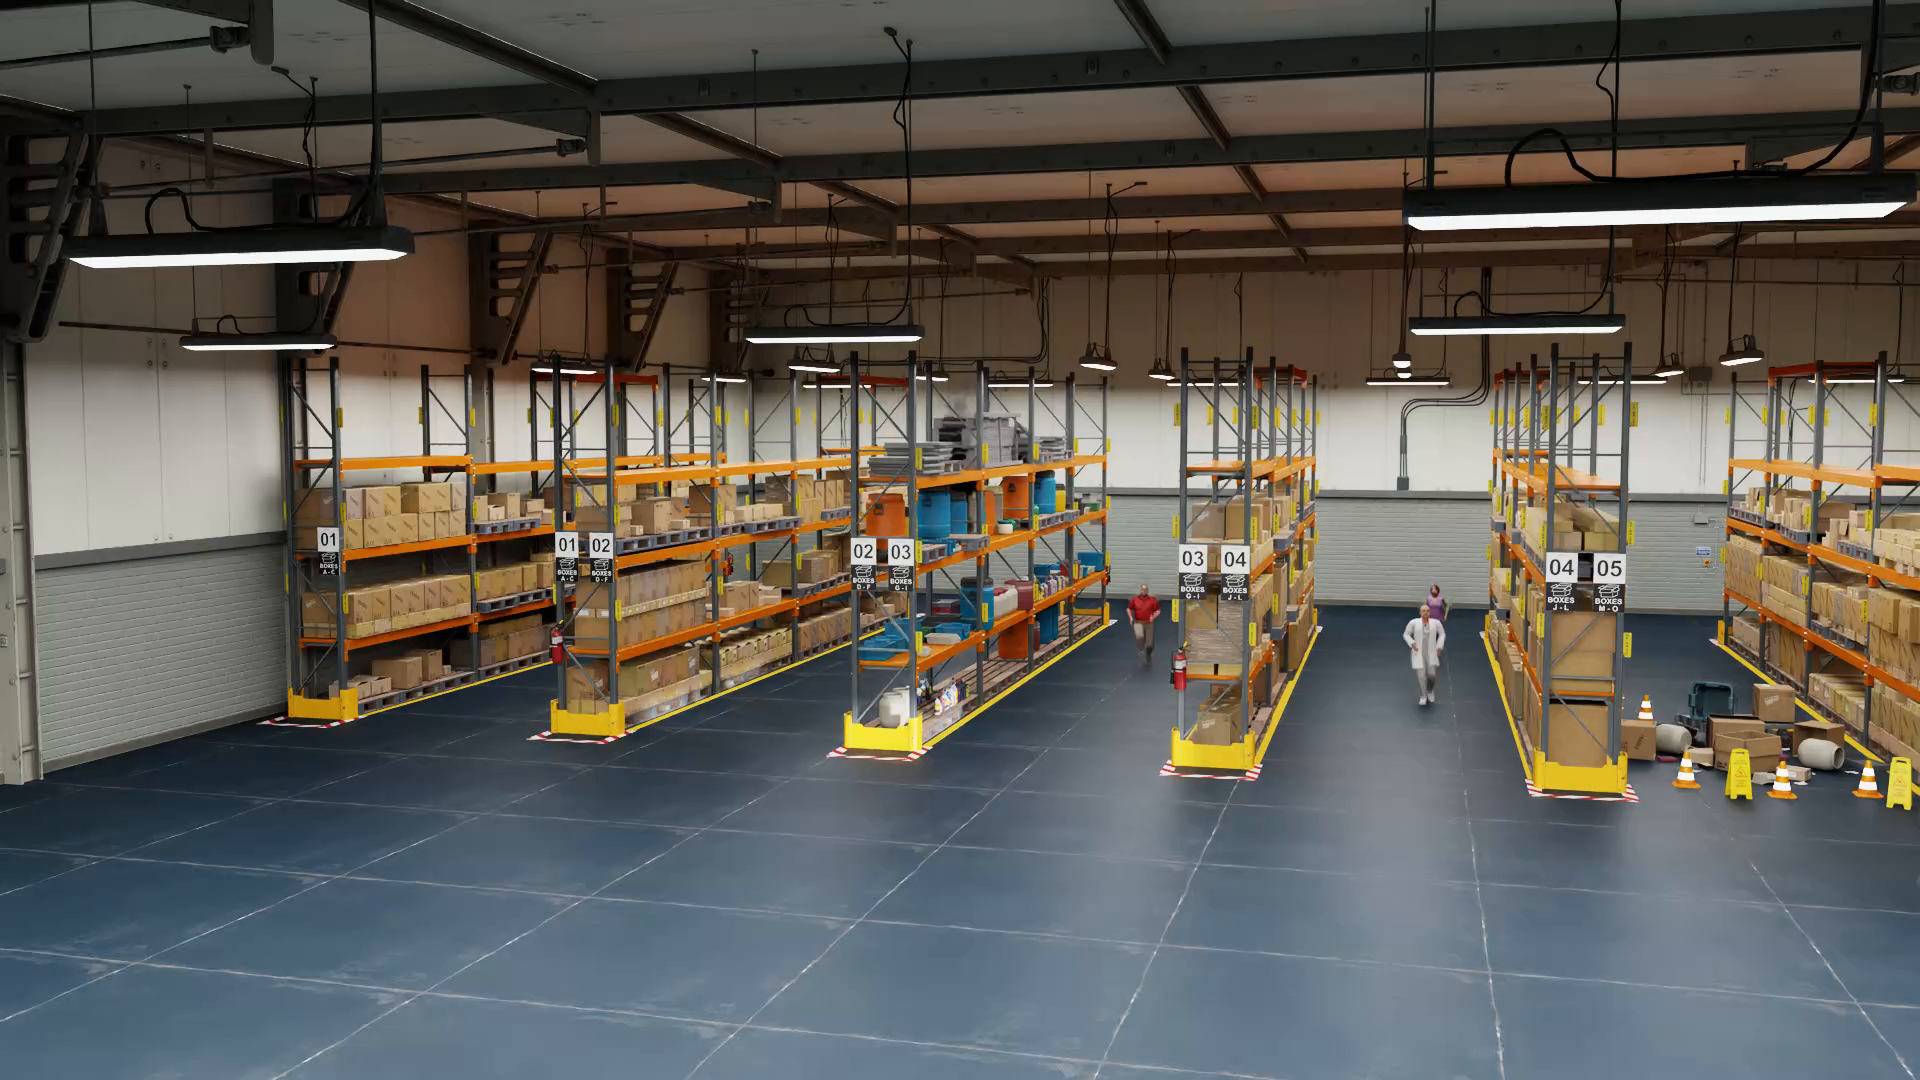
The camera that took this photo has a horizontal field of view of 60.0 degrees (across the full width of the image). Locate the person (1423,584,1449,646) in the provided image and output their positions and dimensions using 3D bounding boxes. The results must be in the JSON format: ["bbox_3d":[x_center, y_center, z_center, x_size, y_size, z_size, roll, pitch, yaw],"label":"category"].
[{"bbox_3d":[9.822,1.707,34.372,0.555,1.584,0.808,1,4,17],"label":"person"}]

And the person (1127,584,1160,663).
[{"bbox_3d":[3.655,1.688,33.149,0.671,1.616,0.838,0,4,6],"label":"person"}]

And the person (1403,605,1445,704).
[{"bbox_3d":[8.093,2.003,28.986,0.716,1.744,0.618,1,4,12],"label":"person"}]
